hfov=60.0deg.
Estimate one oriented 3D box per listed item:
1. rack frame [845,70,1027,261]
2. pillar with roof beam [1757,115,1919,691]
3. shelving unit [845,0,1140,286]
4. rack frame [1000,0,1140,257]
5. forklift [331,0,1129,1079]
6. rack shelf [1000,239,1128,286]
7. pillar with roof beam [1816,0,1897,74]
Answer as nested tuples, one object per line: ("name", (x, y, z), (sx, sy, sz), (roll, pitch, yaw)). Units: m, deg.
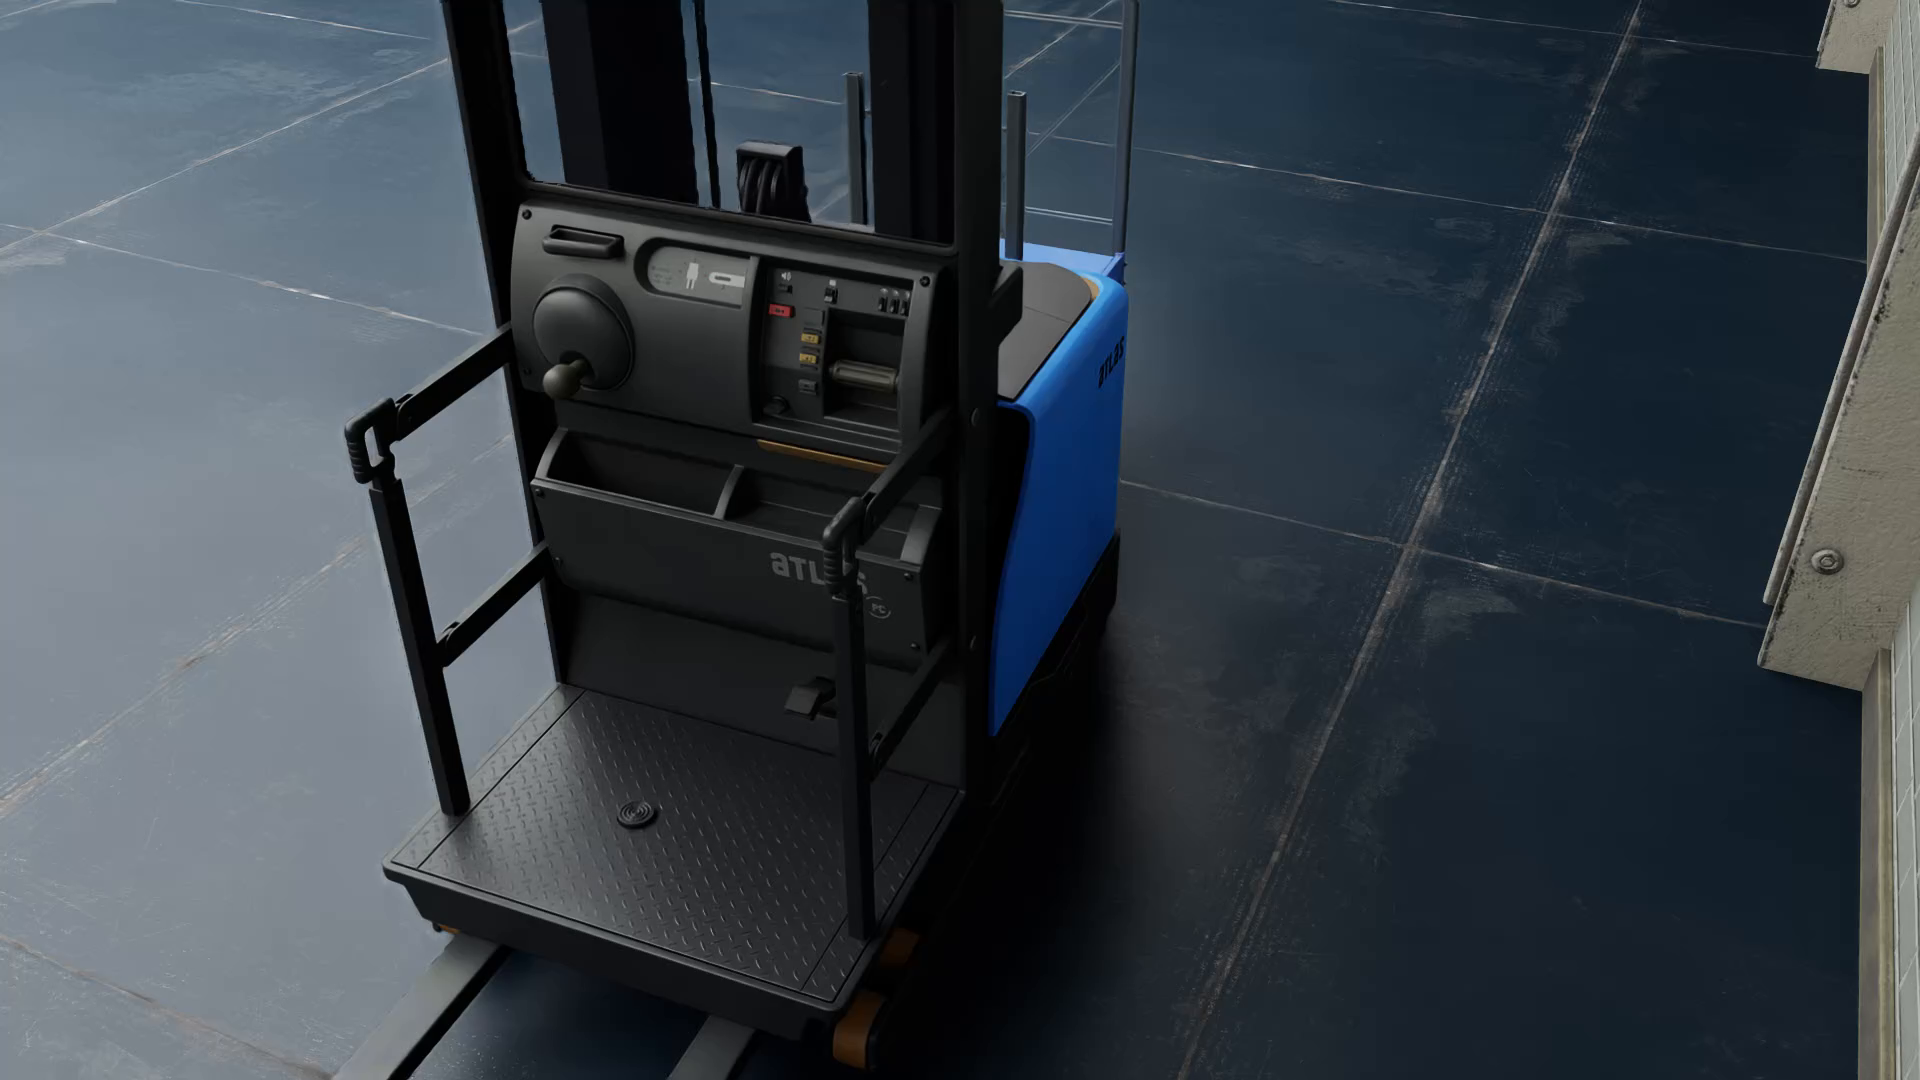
("rack frame", (-0.066, -0.564, 4.742), (0.500, 1.500, 0.032), (12, 35, 18))
("pillar with roof beam", (-1.431, -4.457, 3.841), (9.100, 9.000, 0.400), (14, 36, 20))
("shelving unit", (0.122, -0.823, 5.137), (0.538, 1.500, 1.048), (12, 35, 18))
("rack frame", (0.310, -1.082, 5.532), (0.500, 1.500, 0.032), (12, 35, 18))
("forklift", (-0.561, -0.367, 3.136), (1.130, 2.935, 3.031), (12, 35, 18))
("rack shelf", (0.122, -0.672, 5.236), (0.538, 0.185, 1.000), (12, 35, 18))
("pillar with roof beam", (1.079, -7.445, 8.398), (9.100, 9.000, 0.400), (14, 36, 20))
